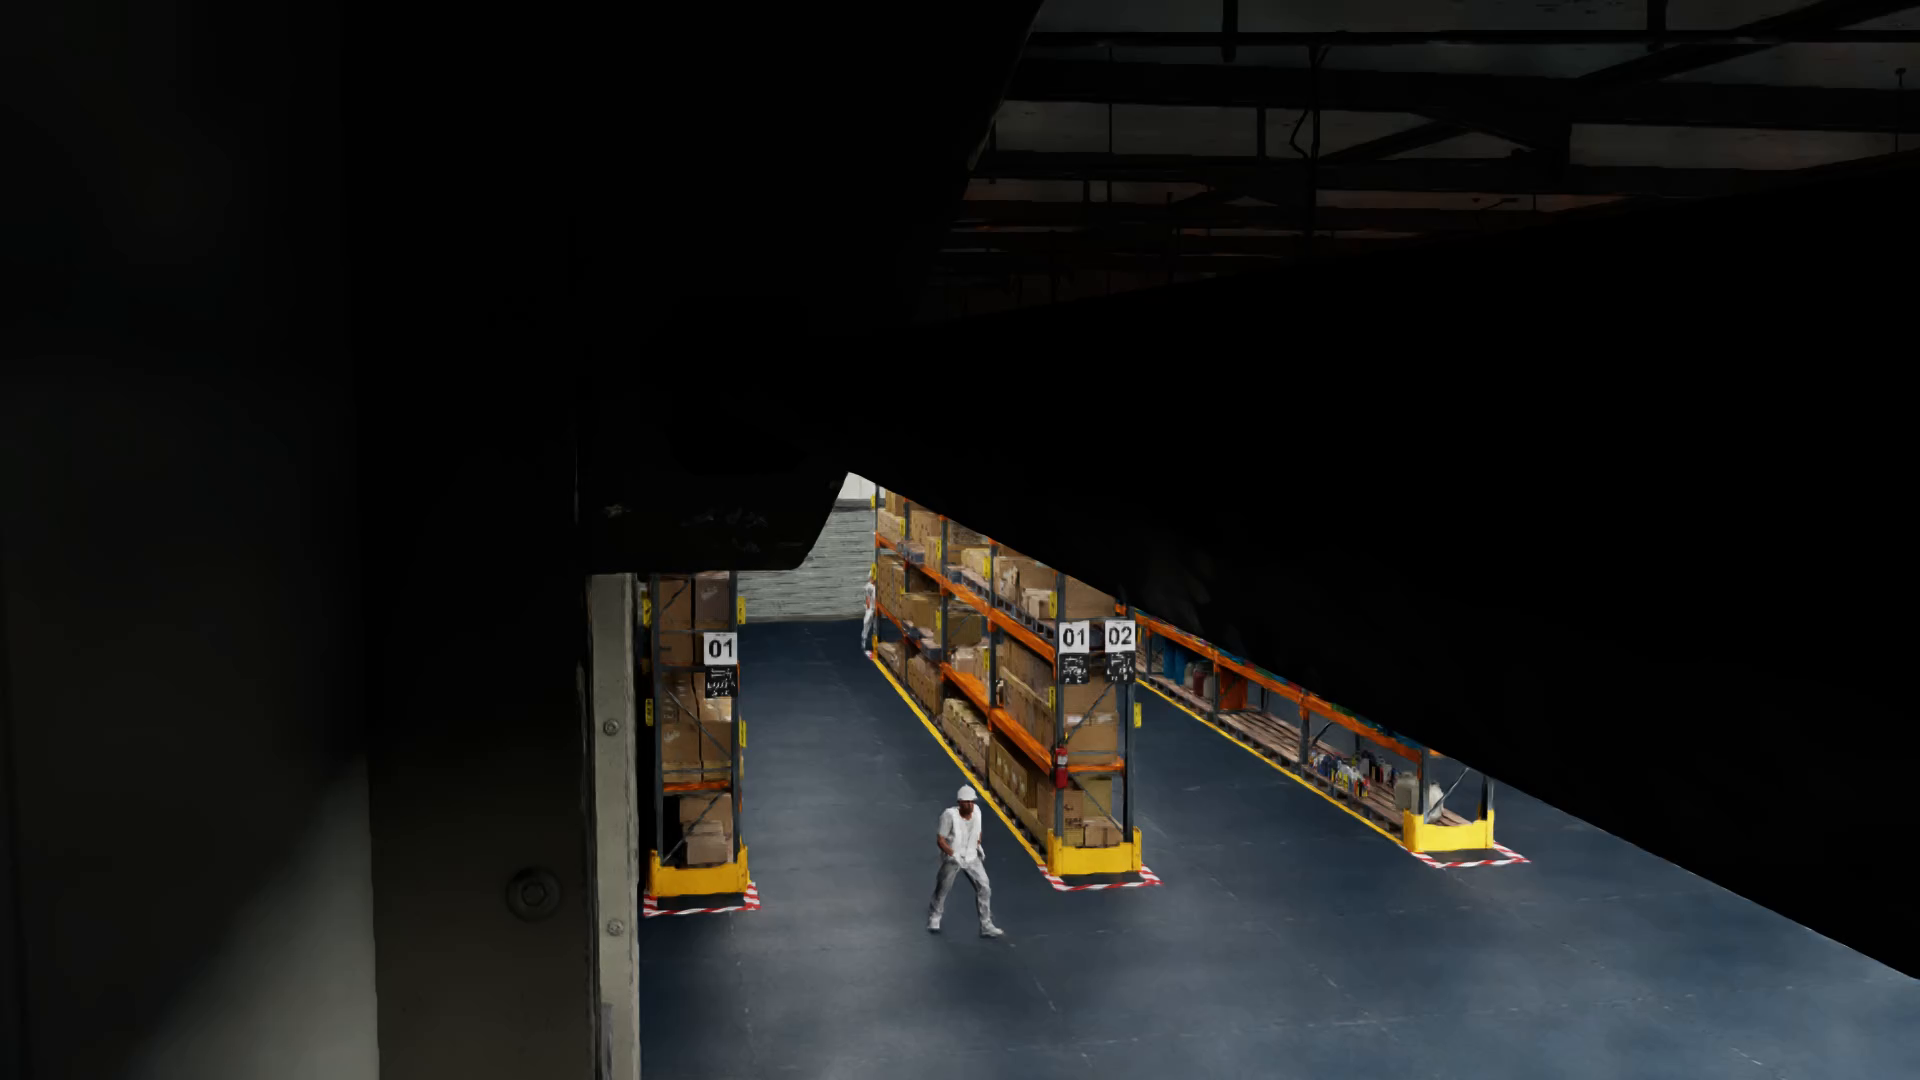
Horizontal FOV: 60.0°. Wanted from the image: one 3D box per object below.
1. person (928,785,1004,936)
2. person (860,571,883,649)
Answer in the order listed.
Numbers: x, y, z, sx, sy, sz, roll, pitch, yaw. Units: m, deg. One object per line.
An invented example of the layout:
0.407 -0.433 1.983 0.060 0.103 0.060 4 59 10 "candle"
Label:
0.012 3.561 18.621 0.702 1.718 0.843 -3 7 -27 "person"
-1.951 1.565 37.676 0.535 1.784 0.711 3 6 24 "person"
